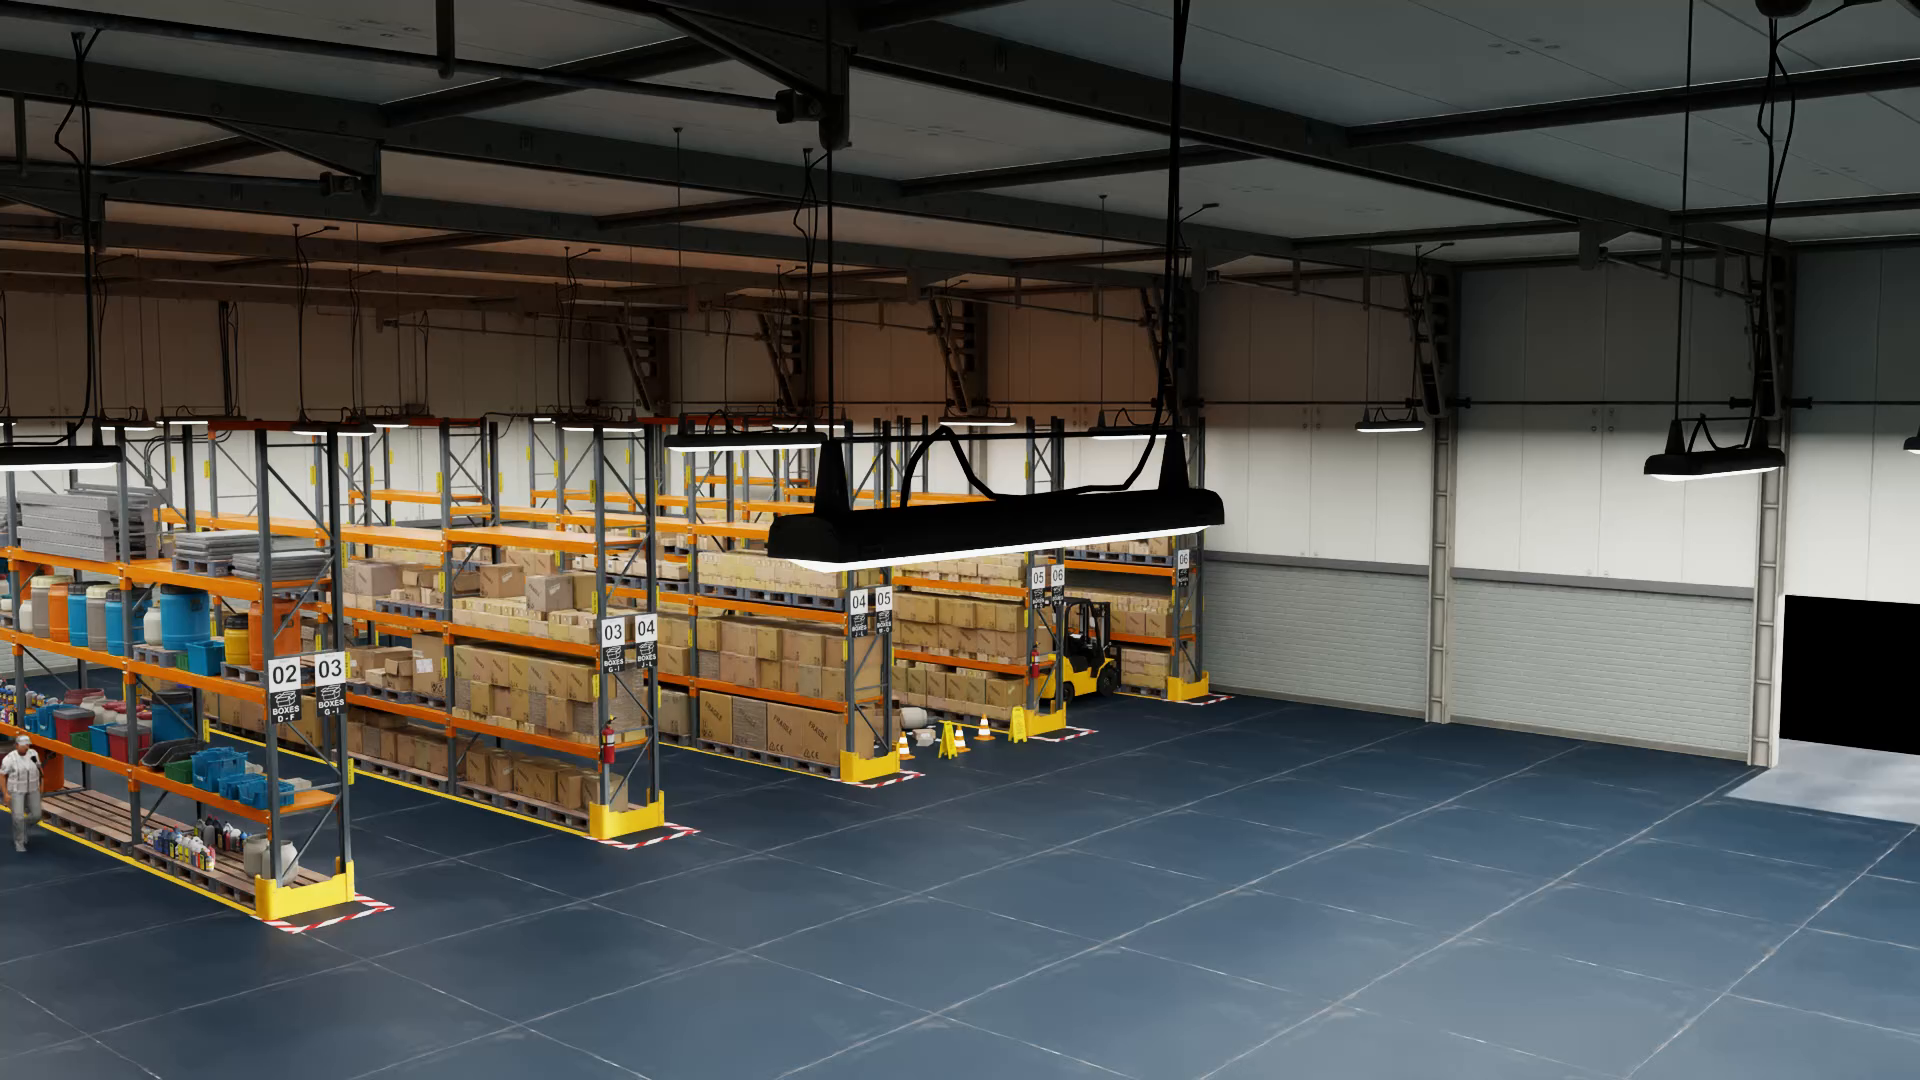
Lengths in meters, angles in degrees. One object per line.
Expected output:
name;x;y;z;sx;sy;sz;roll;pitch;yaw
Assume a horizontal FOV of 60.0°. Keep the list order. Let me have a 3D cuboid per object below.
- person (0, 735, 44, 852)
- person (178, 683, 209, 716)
person;-13.323;3.563;23.604;0.592;1.647;0.571;4;6;40
person;-13.839;3.035;29.931;1.053;1.590;0.516;3;6;31
